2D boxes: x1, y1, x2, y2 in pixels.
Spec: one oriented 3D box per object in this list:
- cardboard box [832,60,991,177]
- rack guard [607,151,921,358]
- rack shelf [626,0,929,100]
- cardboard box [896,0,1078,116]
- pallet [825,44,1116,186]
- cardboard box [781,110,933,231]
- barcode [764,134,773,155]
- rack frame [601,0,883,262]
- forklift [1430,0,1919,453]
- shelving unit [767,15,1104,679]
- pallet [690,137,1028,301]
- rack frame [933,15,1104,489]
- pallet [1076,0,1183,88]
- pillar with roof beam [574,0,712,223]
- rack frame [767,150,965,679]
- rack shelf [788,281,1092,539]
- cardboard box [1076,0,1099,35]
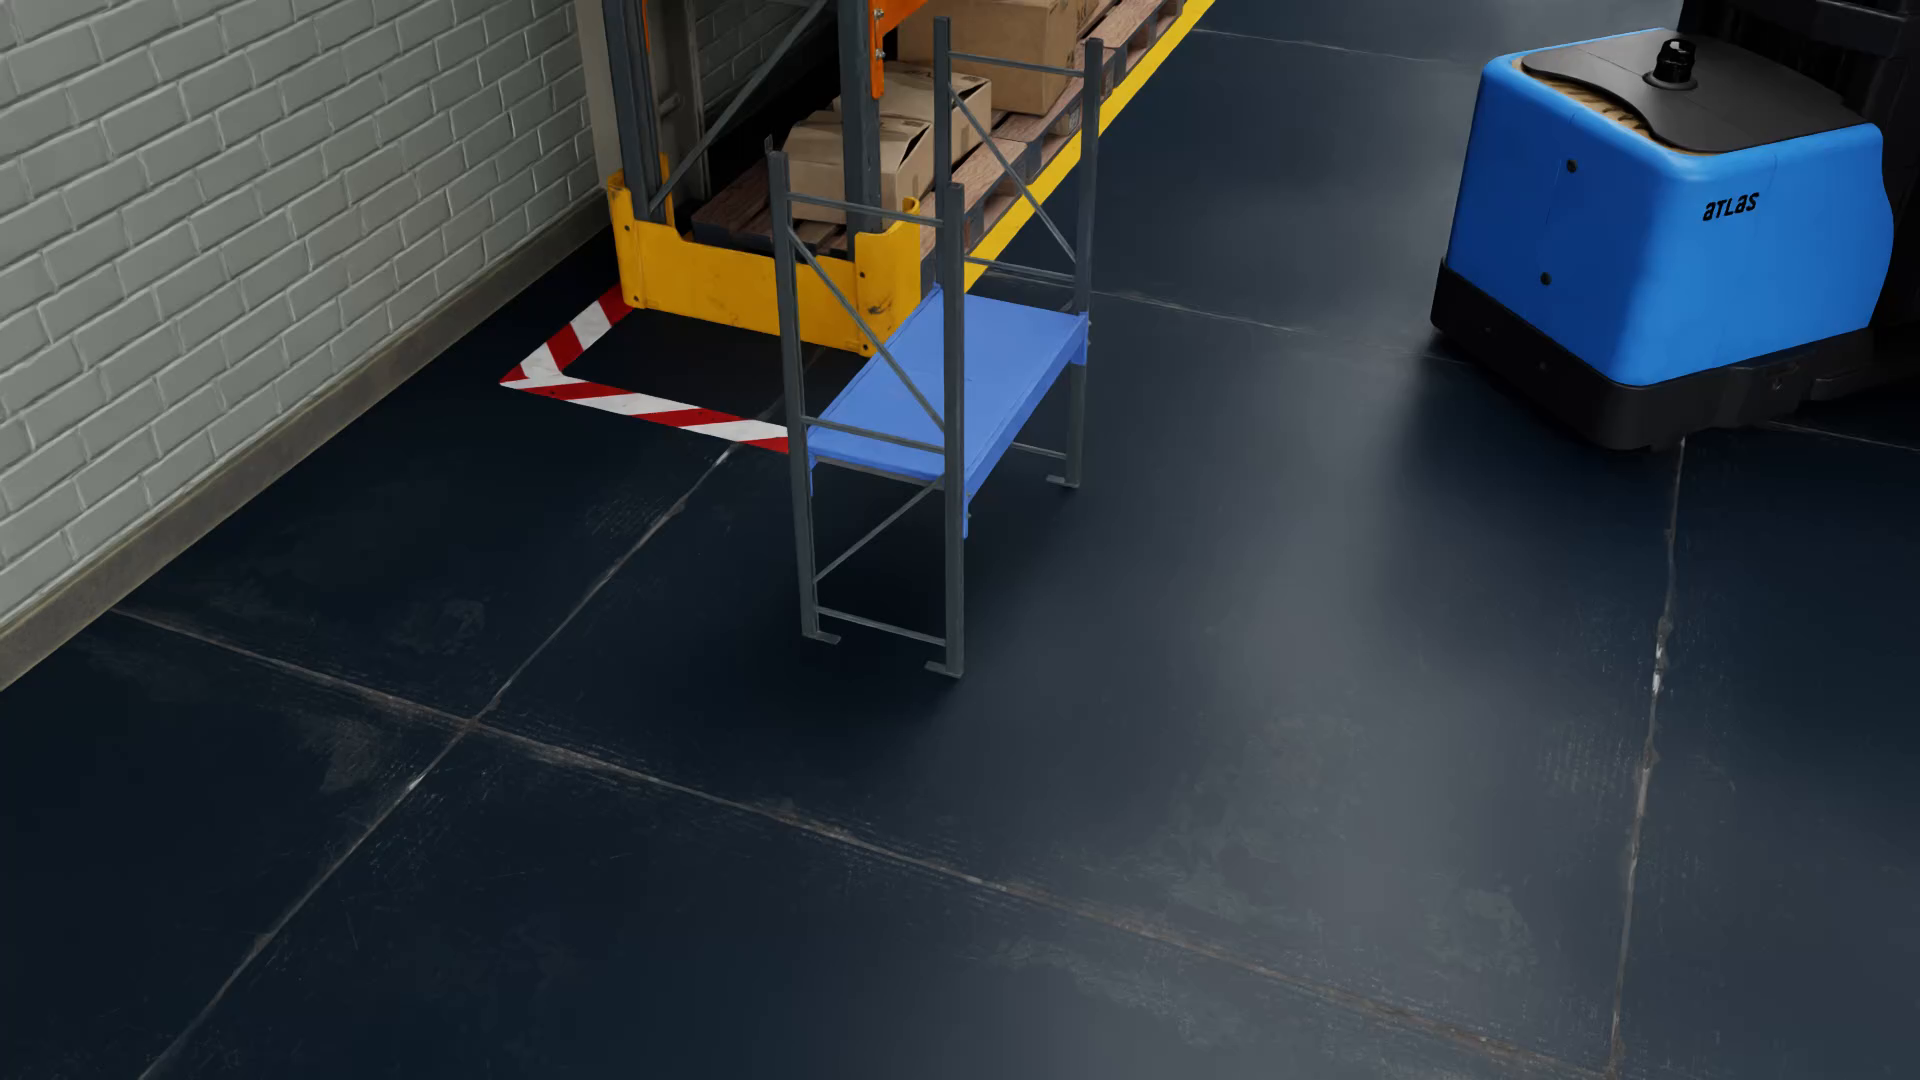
[{"bbox_3d":[-0.199,-1.822,7.061,0.500,0.311,0.500,17,40,21],"label":"cardboard box"},{"bbox_3d":[-0.734,-1.086,6.285,1.175,0.500,0.348,14,39,18],"label":"rack guard"},{"bbox_3d":[-0.002,-2.864,7.177,1.077,0.370,4.000,14,39,18],"label":"rack shelf"},{"bbox_3d":[0.126,-2.293,7.533,0.700,0.500,0.500,11,38,15],"label":"cardboard box"},{"bbox_3d":[0.074,-2.085,7.863,1.003,0.211,1.213,14,39,18],"label":"pallet"},{"bbox_3d":[-0.416,-1.507,6.639,0.500,0.311,0.500,10,38,13],"label":"cardboard box"},{"bbox_3d":[-0.779,-1.612,6.771,0.001,0.075,0.075,14,39,18],"label":"barcode"},{"bbox_3d":[-0.763,-2.045,5.480,1.000,3.000,0.127,14,39,18],"label":"rack frame"},{"bbox_3d":[3.327,-2.044,5.537,3.031,2.935,1.130,-15,39,-19],"label":"forklift"},{"bbox_3d":[-0.032,-0.554,4.738,0.538,1.500,1.048,14,39,18],"label":"shelving unit"},{"bbox_3d":[-0.392,-1.412,6.963,1.003,0.211,1.213,14,39,18],"label":"pallet"},{"bbox_3d":[0.161,-0.835,5.114,0.500,1.500,0.032,14,39,18],"label":"rack frame"},{"bbox_3d":[0.536,-2.763,8.770,1.003,0.211,1.213,14,39,18],"label":"pallet"},{"bbox_3d":[2.685,-4.052,3.155,9.100,9.000,0.400,14,39,18],"label":"pillar with roof beam"},{"bbox_3d":[-0.226,-0.272,4.361,0.500,1.500,0.032,14,39,18],"label":"rack frame"},{"bbox_3d":[-0.032,-0.409,4.845,0.538,0.185,1.000,14,39,18],"label":"rack shelf"},{"bbox_3d":[0.401,-2.851,8.279,0.500,0.500,0.500,11,38,14],"label":"cardboard box"}]
